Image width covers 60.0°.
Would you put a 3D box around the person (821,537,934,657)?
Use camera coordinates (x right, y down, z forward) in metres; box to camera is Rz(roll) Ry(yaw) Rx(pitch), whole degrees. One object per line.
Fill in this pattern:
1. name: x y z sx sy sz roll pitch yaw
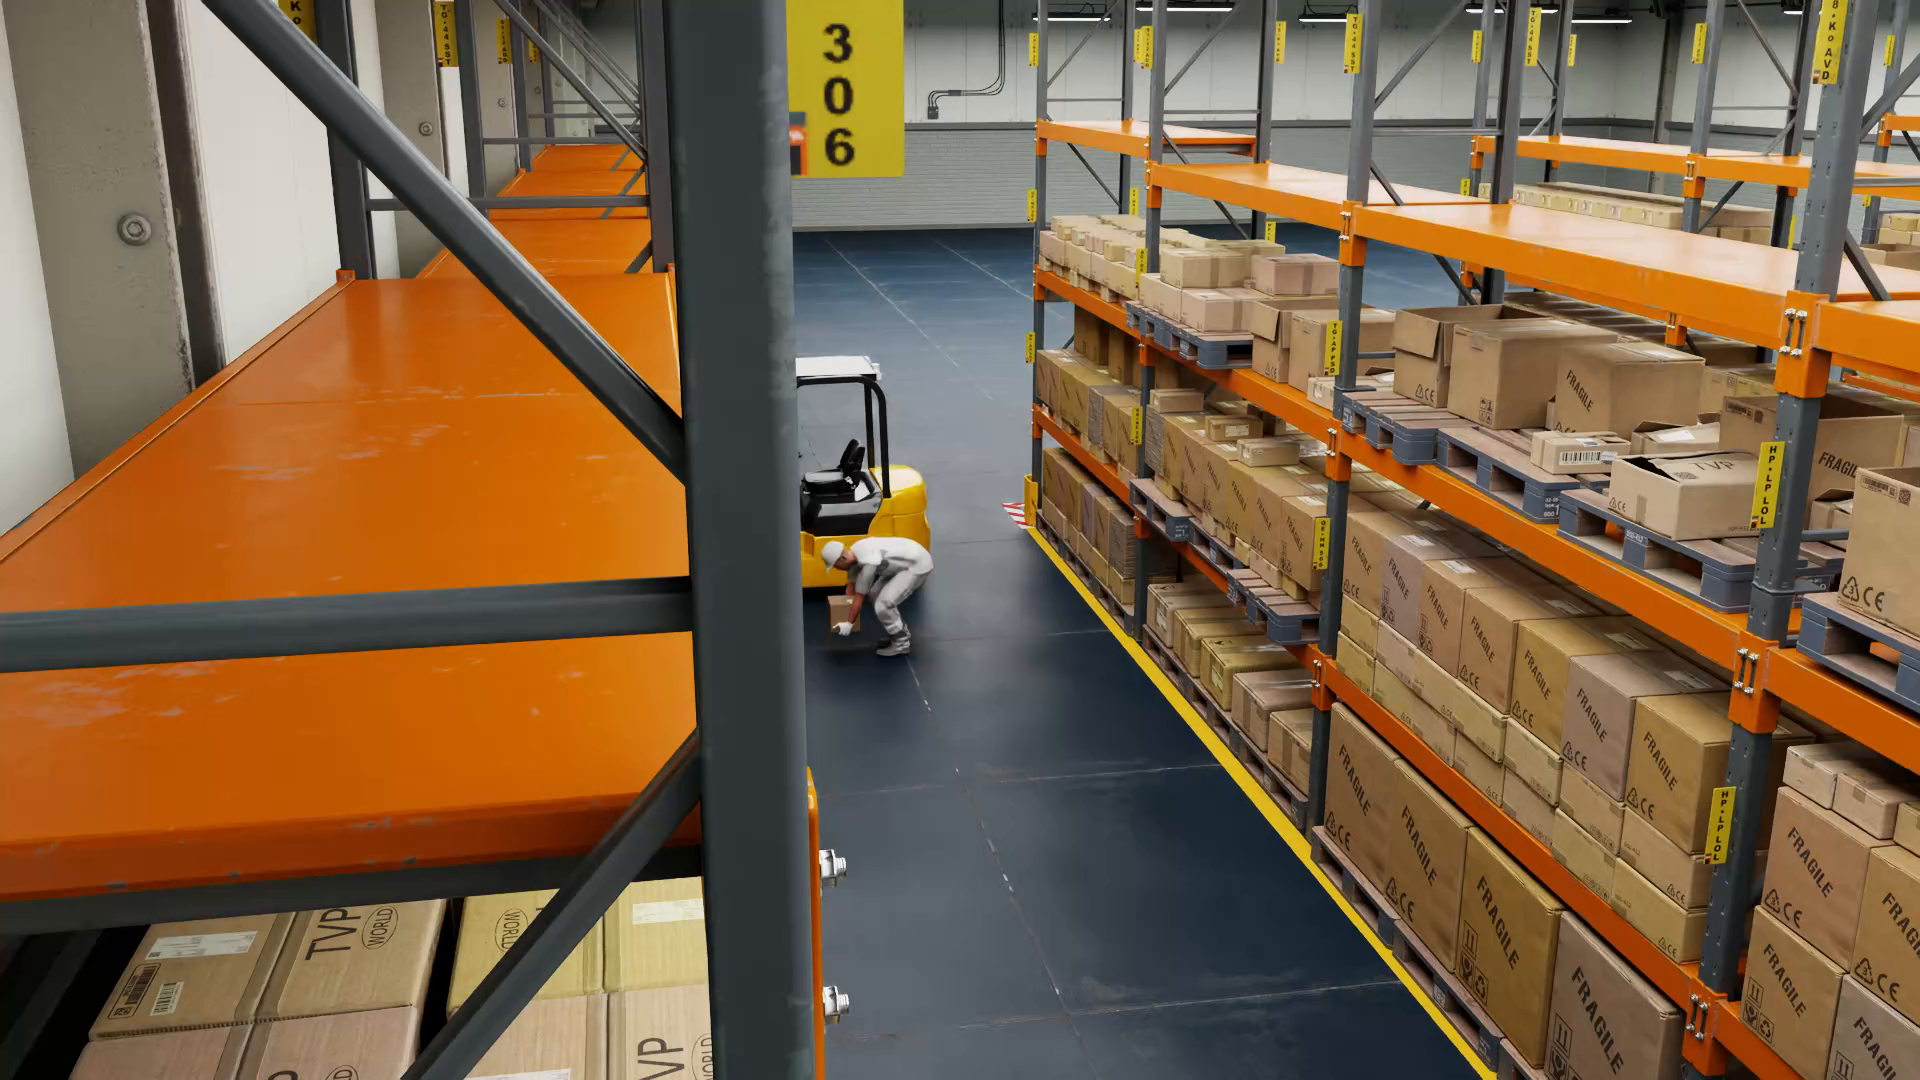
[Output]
1. person: -0.708 0.474 14.225 0.958 1.024 0.524 -4 17 -13
